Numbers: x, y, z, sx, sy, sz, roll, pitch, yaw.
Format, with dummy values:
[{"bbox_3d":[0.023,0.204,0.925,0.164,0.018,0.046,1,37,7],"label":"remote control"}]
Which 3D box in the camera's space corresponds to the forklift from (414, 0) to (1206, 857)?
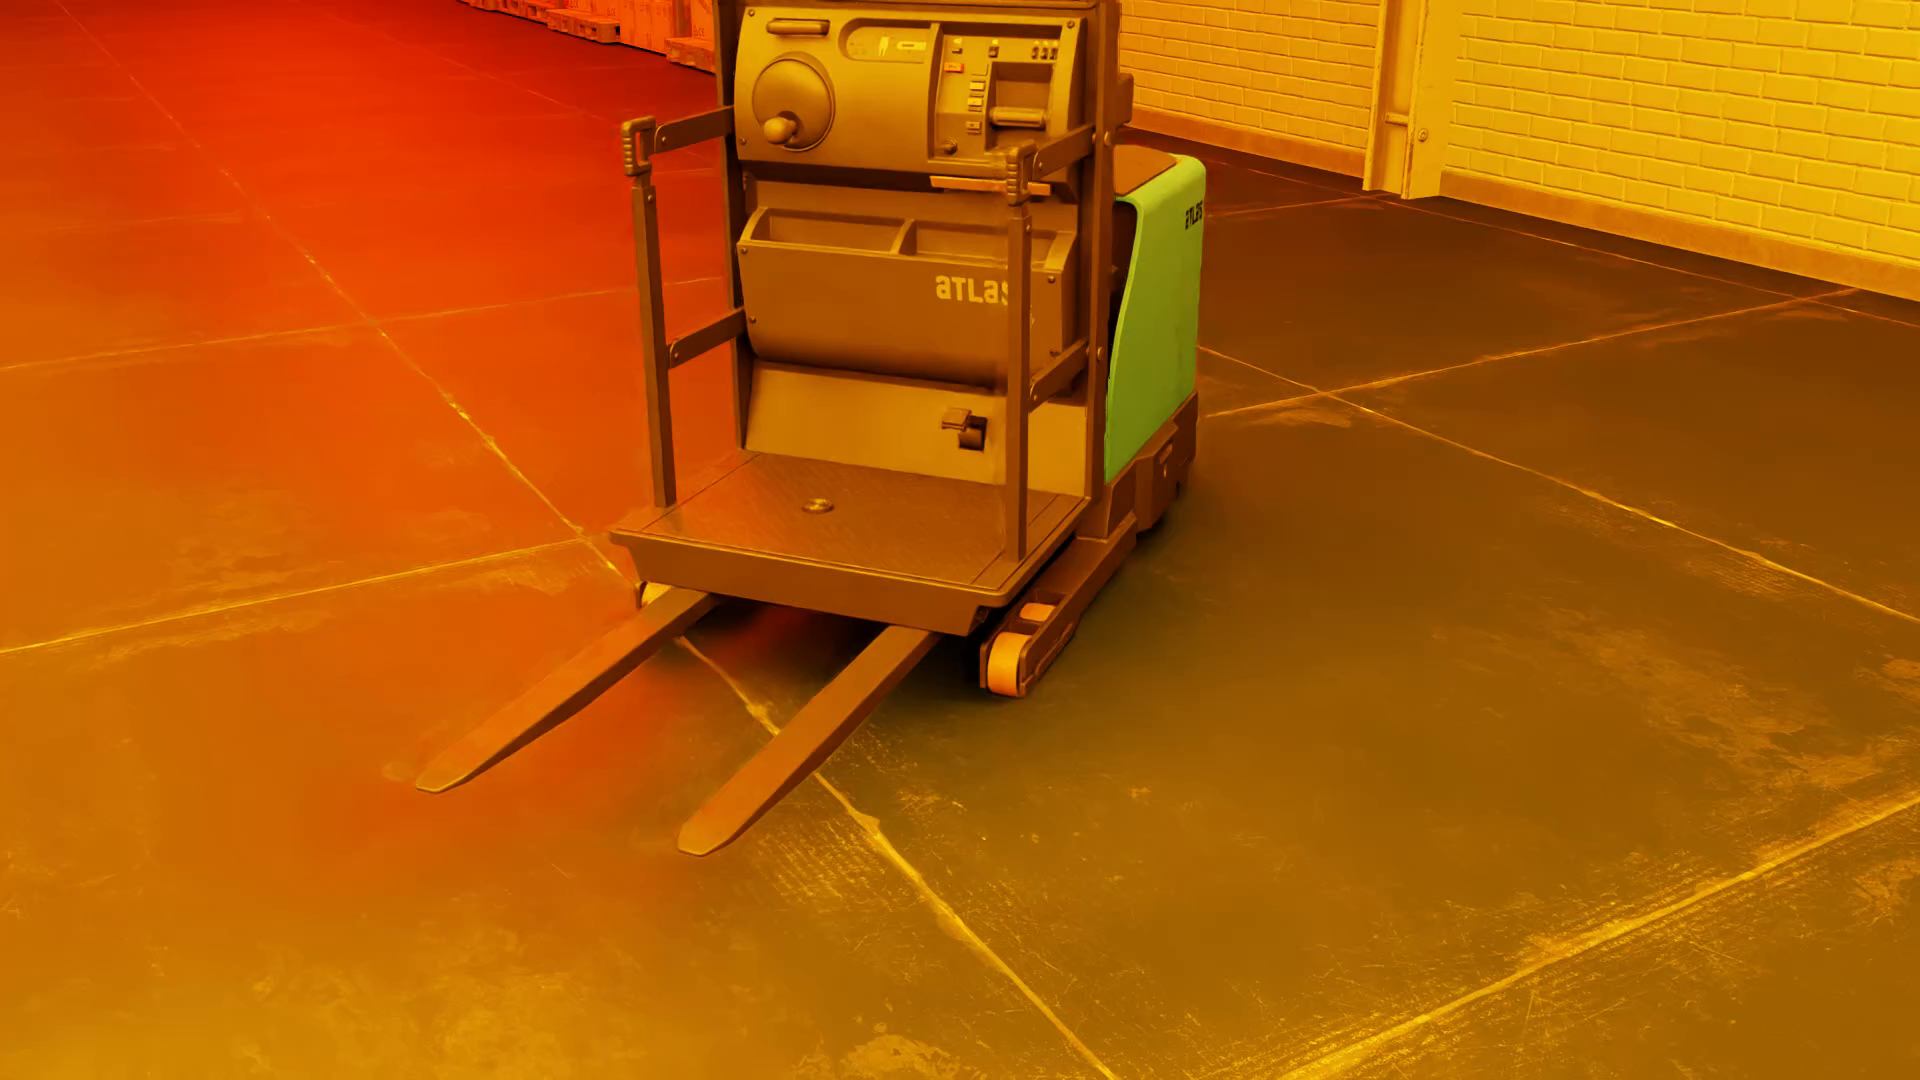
[{"bbox_3d":[-0.225,-1.140,4.053,1.130,2.935,3.031,9,24,20],"label":"forklift"}]
